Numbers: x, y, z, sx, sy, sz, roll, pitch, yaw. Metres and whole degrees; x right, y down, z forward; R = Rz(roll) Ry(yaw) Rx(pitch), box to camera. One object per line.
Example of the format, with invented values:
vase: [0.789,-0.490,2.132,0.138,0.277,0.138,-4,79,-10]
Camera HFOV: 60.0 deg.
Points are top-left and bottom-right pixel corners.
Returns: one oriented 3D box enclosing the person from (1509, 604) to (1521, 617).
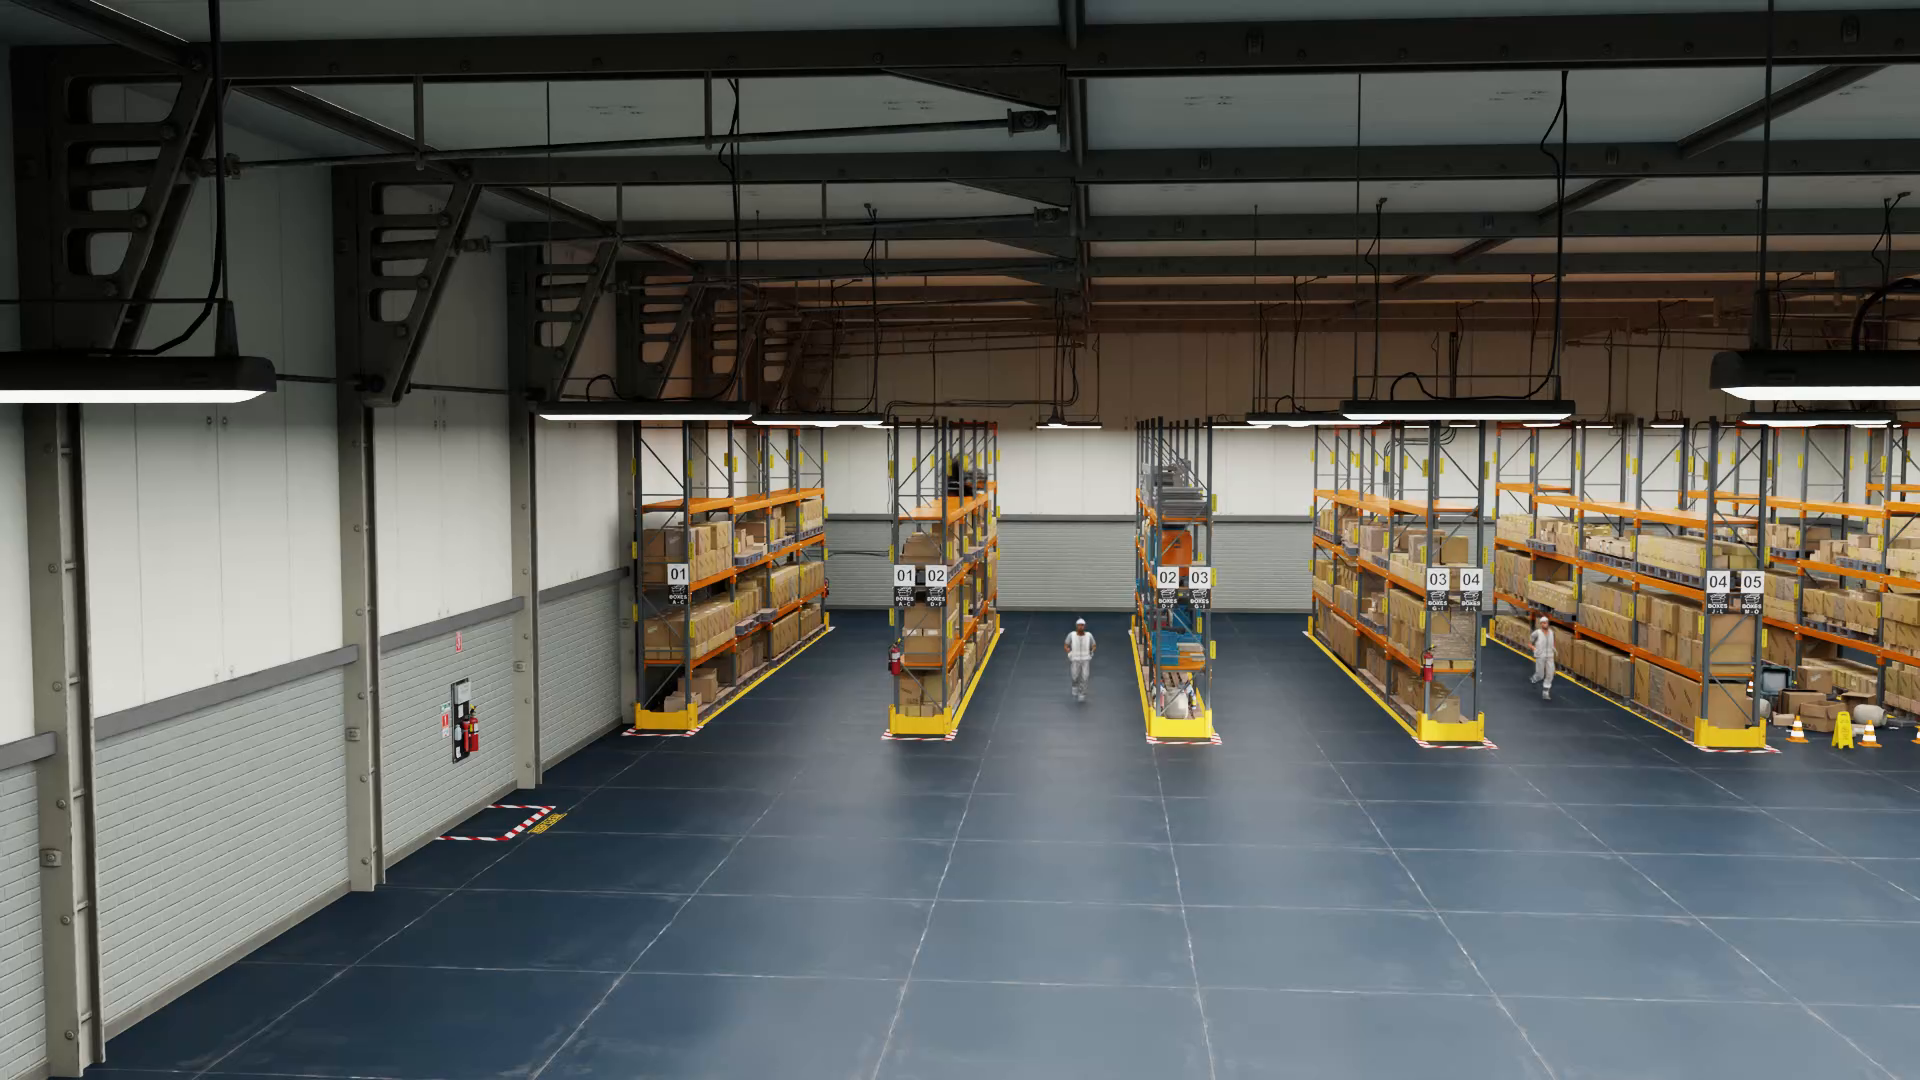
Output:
person: [15.850,1.770,47.340,0.817,1.768,0.703,3,5,40]

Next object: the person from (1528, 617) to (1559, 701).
person: [12.516,2.519,35.644,0.654,1.759,0.814,0,4,-3]

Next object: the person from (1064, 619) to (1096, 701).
person: [2.564,2.548,35.290,0.656,1.733,0.611,0,4,0]
